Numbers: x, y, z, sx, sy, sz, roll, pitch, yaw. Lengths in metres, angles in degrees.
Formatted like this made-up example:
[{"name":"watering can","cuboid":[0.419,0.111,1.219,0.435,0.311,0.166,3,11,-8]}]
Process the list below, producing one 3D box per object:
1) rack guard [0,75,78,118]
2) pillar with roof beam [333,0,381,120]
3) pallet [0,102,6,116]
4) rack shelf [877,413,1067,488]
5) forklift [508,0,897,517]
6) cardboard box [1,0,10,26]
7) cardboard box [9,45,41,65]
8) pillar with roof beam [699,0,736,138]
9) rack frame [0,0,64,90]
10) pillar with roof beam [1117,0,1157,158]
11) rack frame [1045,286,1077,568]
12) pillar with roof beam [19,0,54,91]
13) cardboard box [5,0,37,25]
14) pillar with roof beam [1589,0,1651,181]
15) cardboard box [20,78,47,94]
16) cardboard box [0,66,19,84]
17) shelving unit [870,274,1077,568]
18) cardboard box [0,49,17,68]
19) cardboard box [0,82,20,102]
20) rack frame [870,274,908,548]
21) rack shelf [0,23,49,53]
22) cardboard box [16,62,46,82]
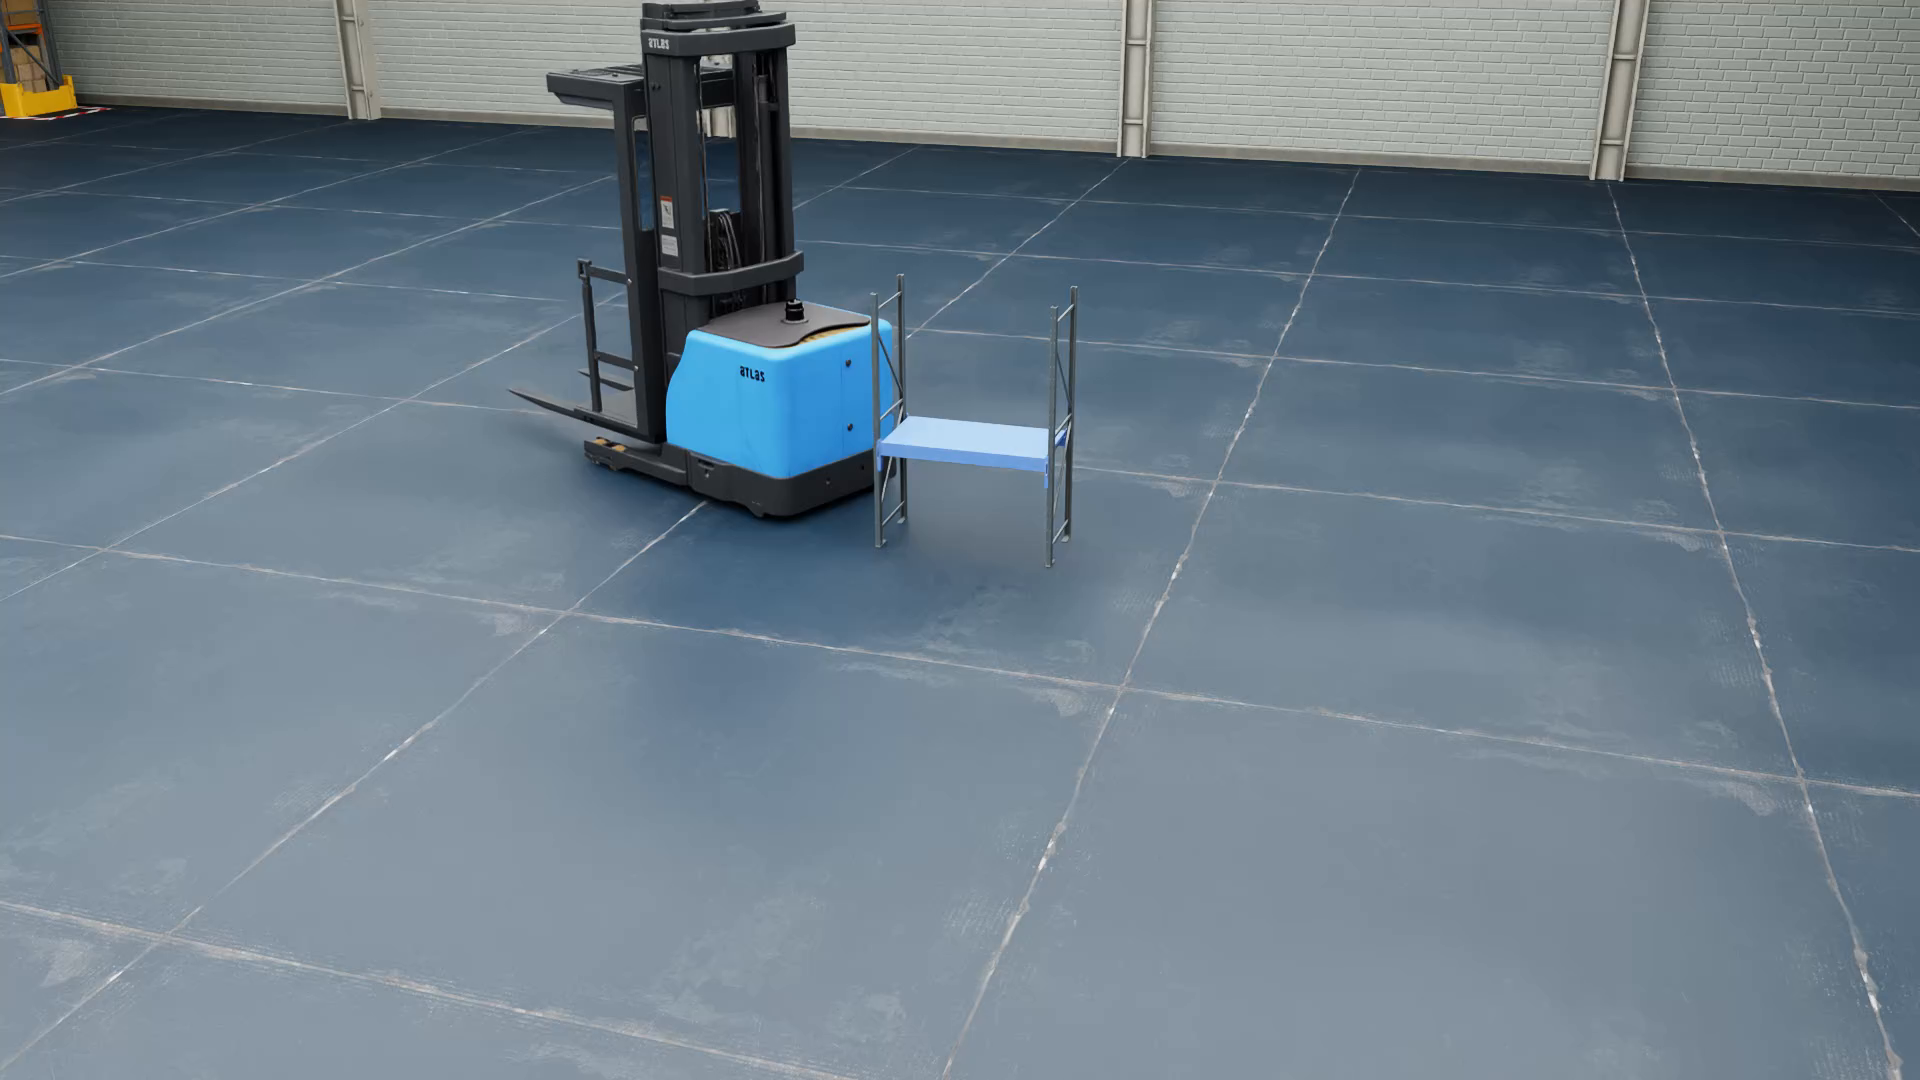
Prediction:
[{"name":"rack guard","cuboid":[-14.467,-6.979,26.126,0.348,0.500,1.175,7,23,16]},{"name":"pillar with roof beam","cuboid":[-10.396,-9.096,20.088,0.400,9.000,9.100,7,23,16]},{"name":"pallet","cuboid":[-15.234,-6.917,26.355,1.213,0.211,1.003,7,23,16]},{"name":"rack shelf","cuboid":[0.082,-0.518,9.531,1.000,0.185,0.538,7,23,16]},{"name":"forklift","cuboid":[-1.847,-1.941,10.640,3.031,2.935,1.130,18,29,37]},{"name":"cardboard box","cuboid":[-15.037,-8.143,25.538,0.500,0.500,0.500,6,23,14]},{"name":"cardboard box","cuboid":[-14.896,-7.645,26.207,0.500,0.250,0.500,6,23,15]},{"name":"pillar with roof beam","cuboid":[-4.651,-8.438,18.484,0.400,9.000,9.100,7,23,16]},{"name":"rack frame","cuboid":[-14.490,-8.139,25.658,0.127,3.000,1.000,7,23,16]},{"name":"pillar with roof beam","cuboid":[1.093,-7.781,16.881,0.400,9.000,9.100,7,23,16]},{"name":"rack frame","cuboid":[0.568,-0.629,9.327,0.032,1.500,0.500,7,23,16]},{"name":"pillar with roof beam","cuboid":[-16.140,-9.754,21.691,0.400,9.000,9.100,7,23,16]},{"name":"cardboard box","cuboid":[-14.884,-8.340,26.018,0.500,0.500,0.500,7,23,17]},{"name":"pillar with roof beam","cuboid":[6.837,-7.123,15.277,0.400,9.000,9.100,7,23,16]},{"name":"cardboard box","cuboid":[-14.904,-7.186,26.405,0.500,0.250,0.500,7,23,16]},{"name":"cardboard box","cuboid":[-15.046,-7.232,25.859,0.500,0.250,0.500,6,23,15]},{"name":"shelving unit","cuboid":[0.082,-0.685,9.463,1.048,1.500,0.538,7,23,16]},{"name":"cardboard box","cuboid":[-15.021,-7.460,25.757,0.500,0.250,0.500,7,23,17]},{"name":"cardboard box","cuboid":[-15.031,-6.997,25.946,0.500,0.250,0.500,7,23,16]},{"name":"rack frame","cuboid":[-0.405,-0.740,9.598,0.032,1.500,0.500,7,23,16]},{"name":"rack shelf","cuboid":[-16.405,-8.025,26.329,4.000,0.370,1.077,7,23,16]},{"name":"cardboard box","cuboid":[-14.880,-7.419,26.315,0.500,0.250,0.500,7,23,16]}]
